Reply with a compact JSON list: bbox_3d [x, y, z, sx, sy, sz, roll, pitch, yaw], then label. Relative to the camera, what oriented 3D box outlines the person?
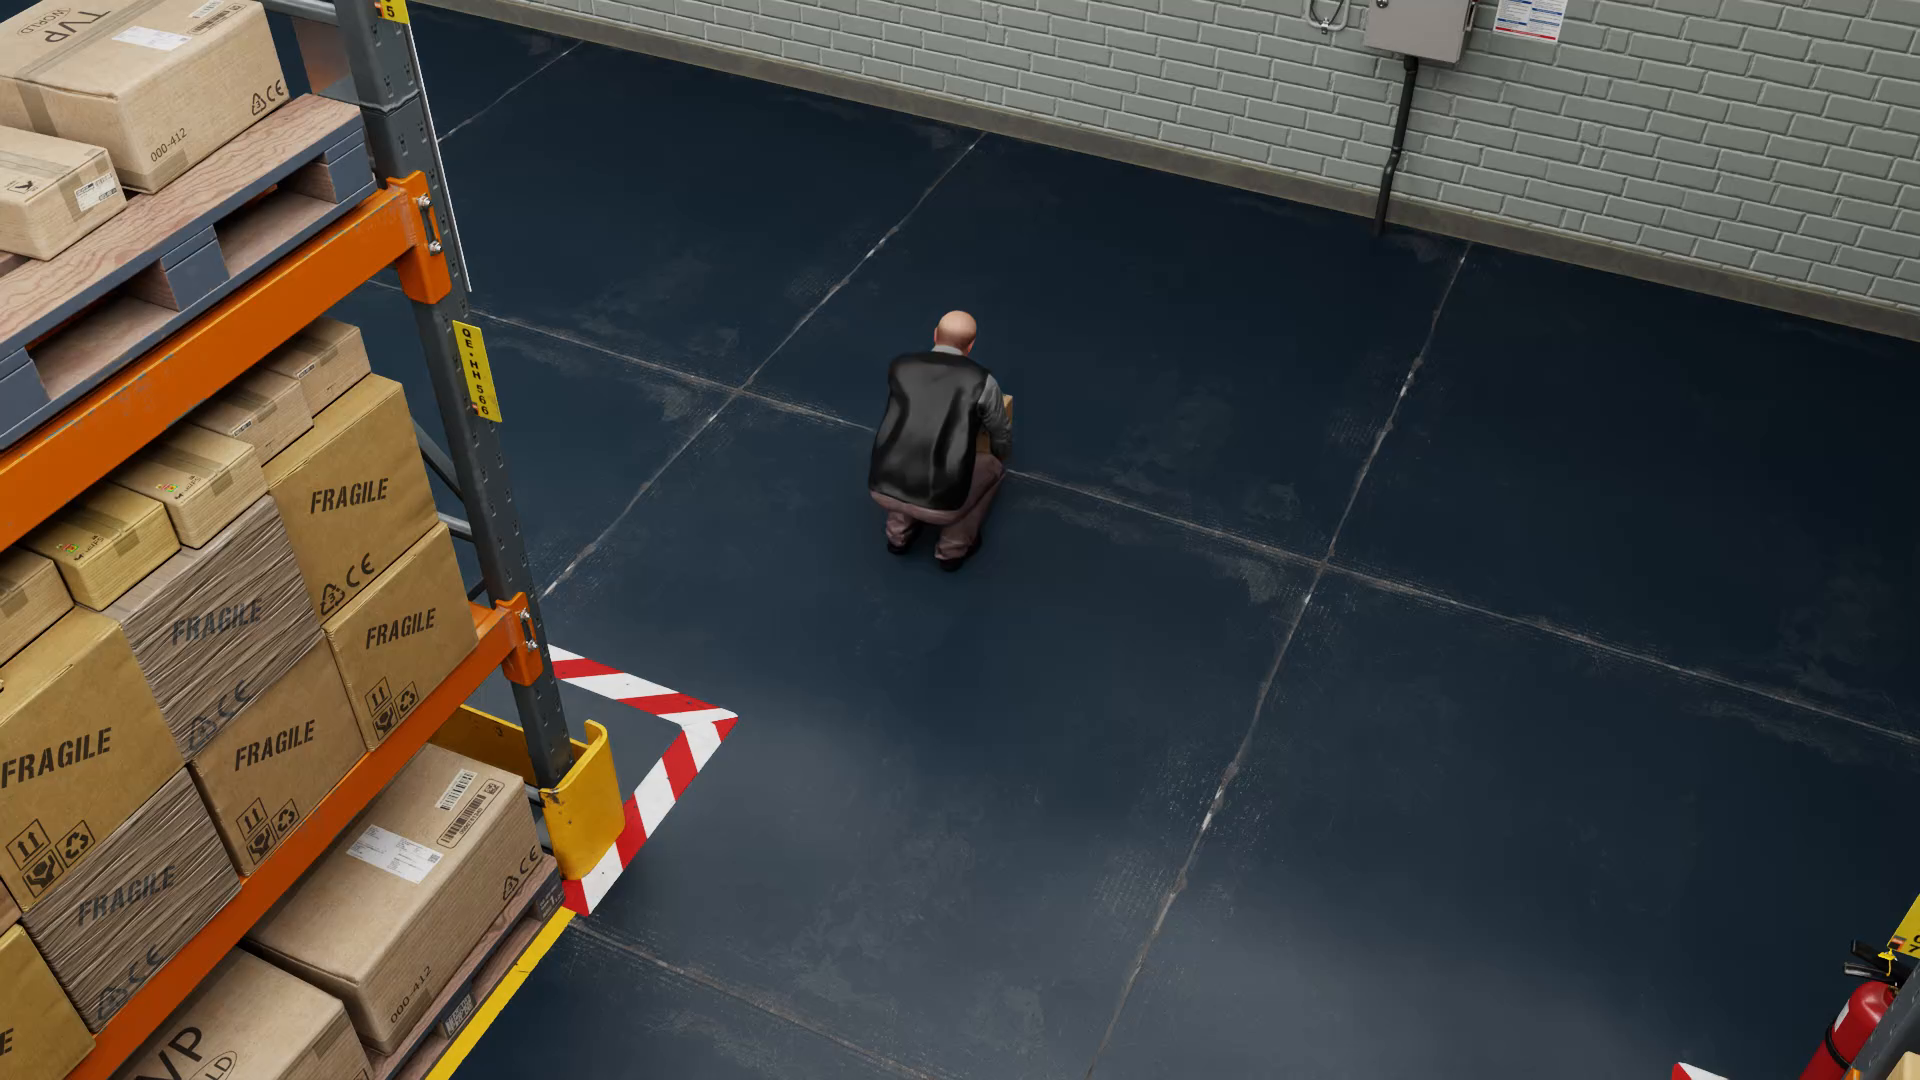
[{"bbox_3d":[-0.083,-0.430,7.234,0.541,0.966,0.859,17,45,18],"label":"person"}]
